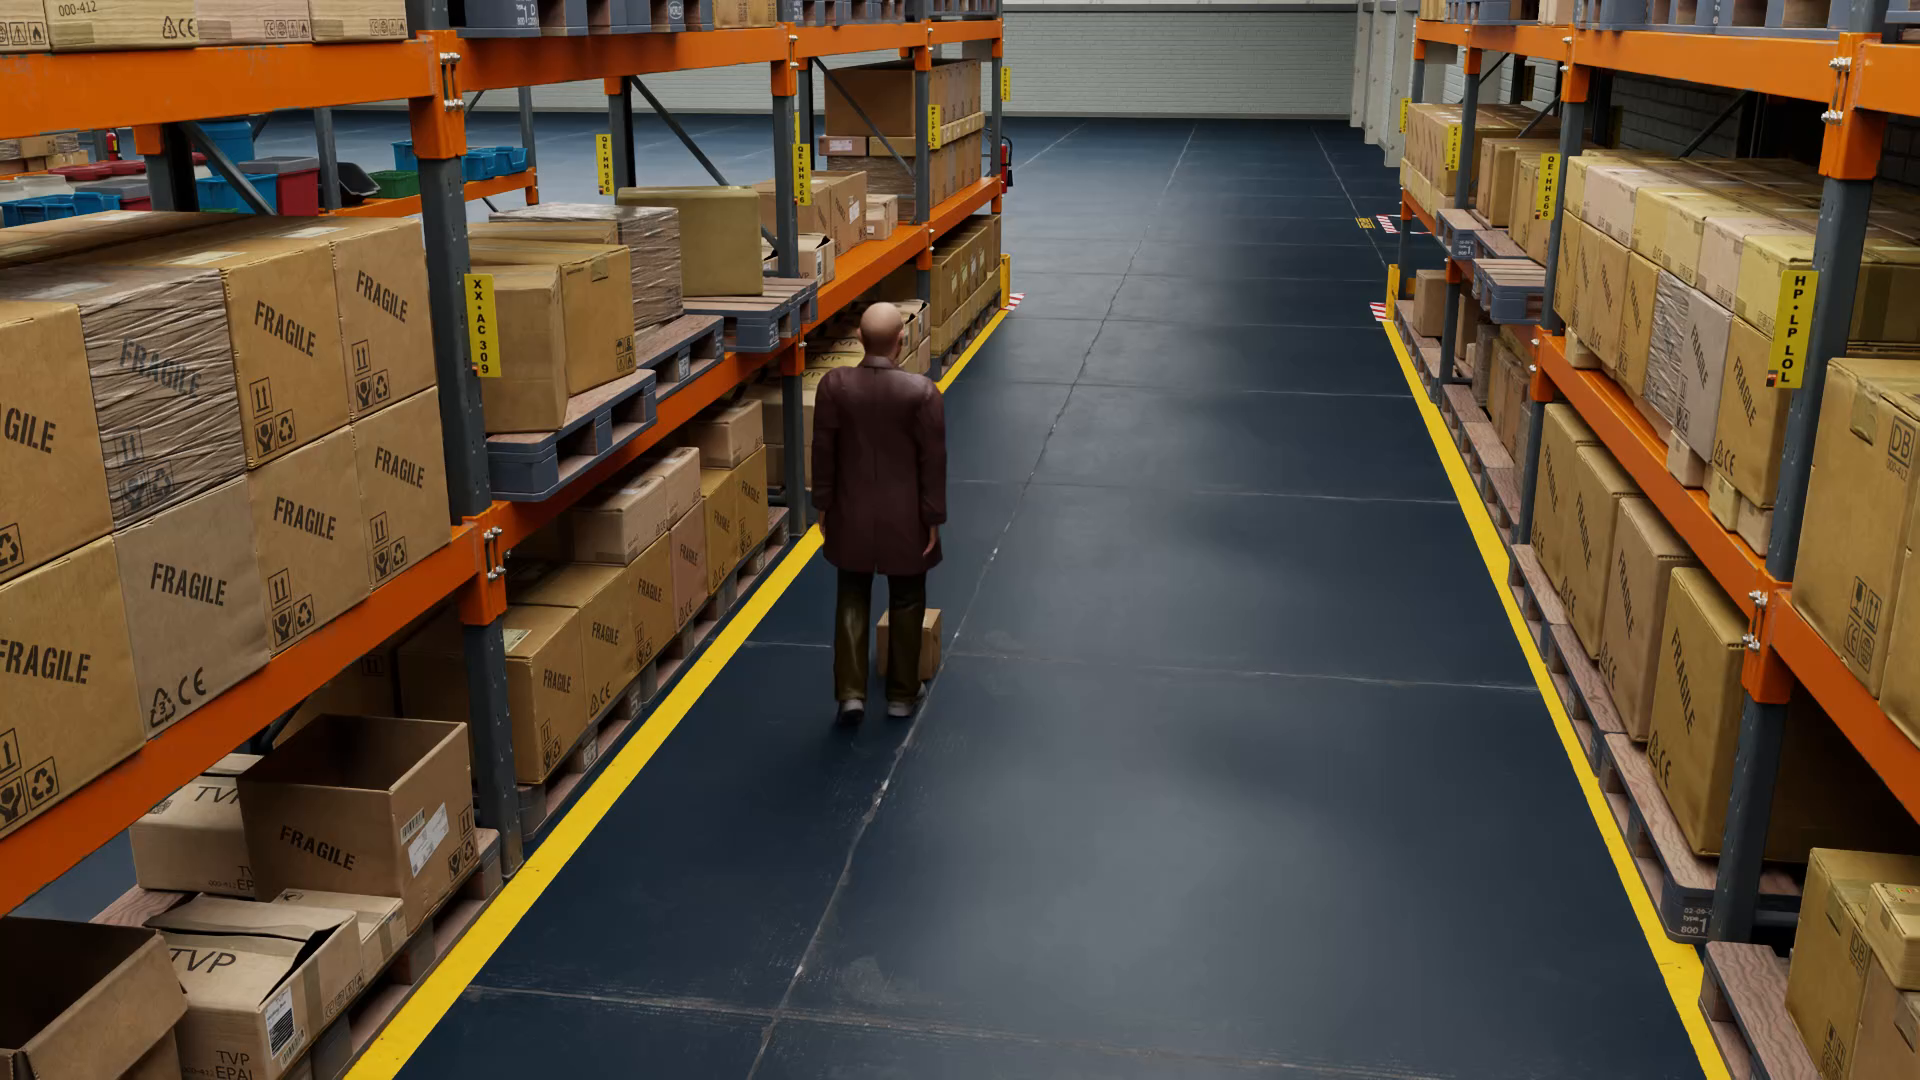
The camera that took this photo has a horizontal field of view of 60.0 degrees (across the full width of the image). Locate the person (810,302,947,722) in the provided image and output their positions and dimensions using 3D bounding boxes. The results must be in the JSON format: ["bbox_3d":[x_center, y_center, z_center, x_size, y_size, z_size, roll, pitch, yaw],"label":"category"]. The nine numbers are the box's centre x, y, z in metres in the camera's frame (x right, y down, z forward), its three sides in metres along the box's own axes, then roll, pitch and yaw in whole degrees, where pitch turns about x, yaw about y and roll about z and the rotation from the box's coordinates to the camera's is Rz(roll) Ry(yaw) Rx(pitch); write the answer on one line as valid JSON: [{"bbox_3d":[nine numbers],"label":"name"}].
[{"bbox_3d":[-0.330,-0.068,6.928,0.595,1.867,0.551,3,18,10],"label":"person"}]
